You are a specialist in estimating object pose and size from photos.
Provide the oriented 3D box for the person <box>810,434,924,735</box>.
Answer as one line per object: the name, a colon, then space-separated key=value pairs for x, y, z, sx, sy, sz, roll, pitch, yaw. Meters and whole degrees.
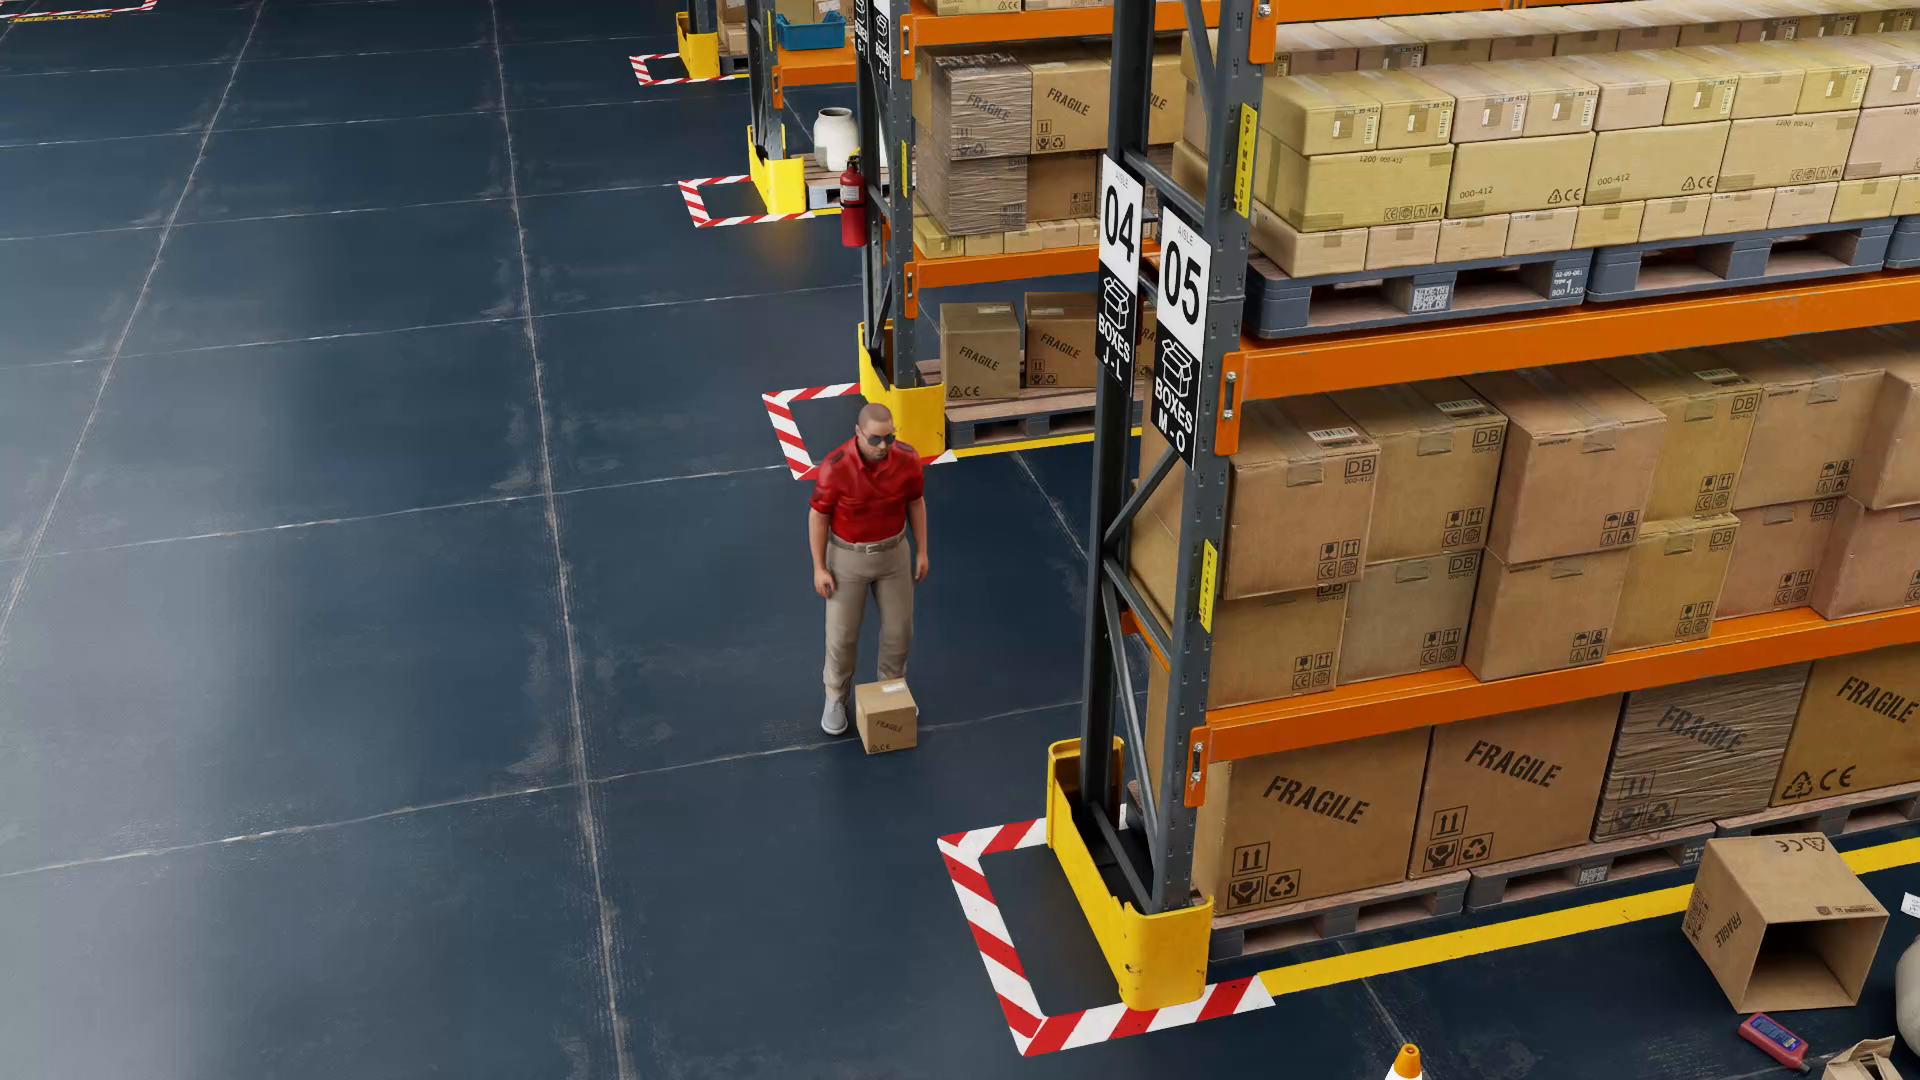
person: x=-0.441 y=0.183 z=8.112 sx=0.592 sy=1.551 sz=0.394 roll=-10 pitch=31 yaw=-16
